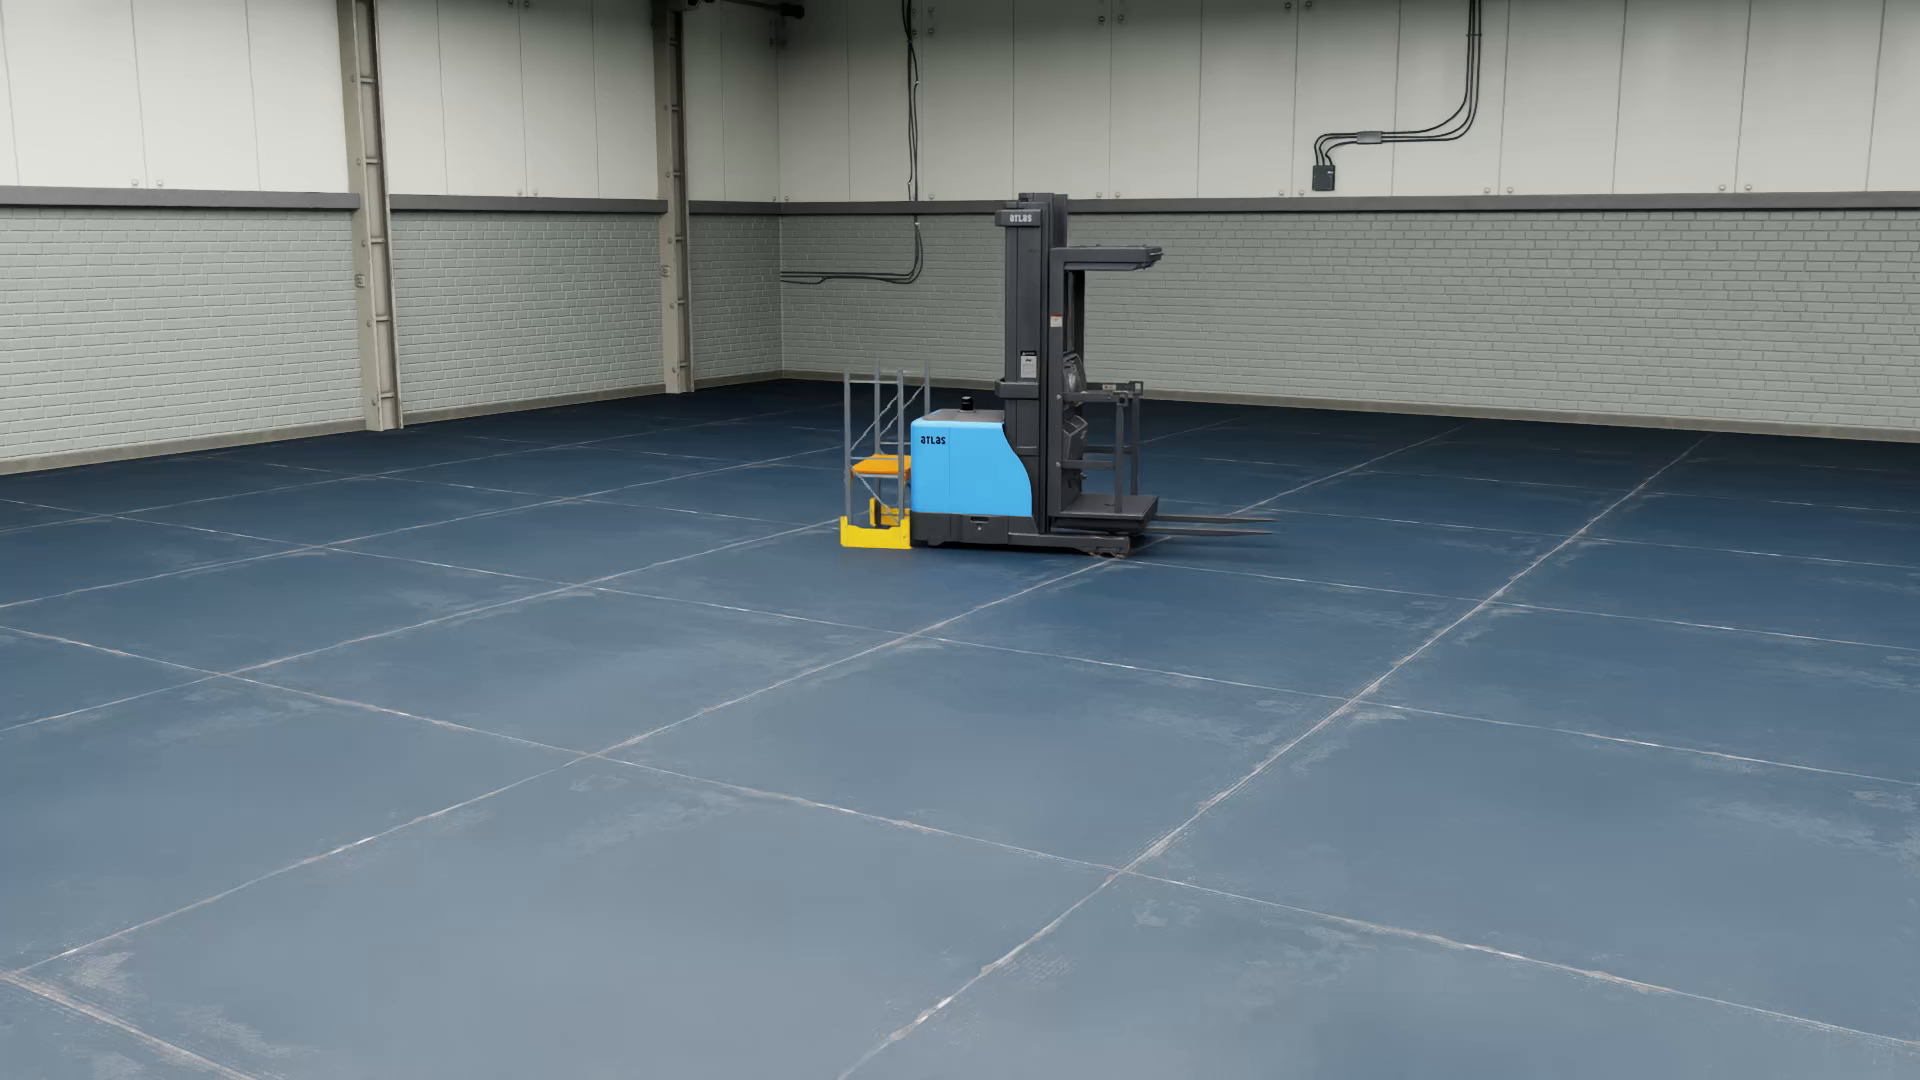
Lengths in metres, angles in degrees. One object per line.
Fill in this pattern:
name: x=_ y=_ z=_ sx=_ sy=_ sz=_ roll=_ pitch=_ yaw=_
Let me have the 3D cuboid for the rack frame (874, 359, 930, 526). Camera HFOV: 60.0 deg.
rack frame: x=-0.515 y=-0.862 z=14.897 sx=0.500 sy=1.500 sz=0.032 roll=2 pitch=11 yaw=11

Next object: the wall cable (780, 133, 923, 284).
wall cable: x=-1.962 y=-5.670 z=28.639 sx=3.097 sy=2.526 sz=0.112 roll=6 pitch=12 yaw=31

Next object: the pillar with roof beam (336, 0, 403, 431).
pillar with roof beam: x=-4.057 y=-5.504 z=19.316 sx=9.100 sy=9.000 sz=0.400 roll=6 pitch=12 yaw=31

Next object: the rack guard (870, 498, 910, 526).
rack guard: x=-0.519 y=-0.244 z=14.993 sx=0.587 sy=0.250 sz=0.087 roll=2 pitch=11 yaw=11

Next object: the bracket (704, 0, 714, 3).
bracket: x=-4.102 y=-8.660 z=26.389 sx=0.235 sy=0.232 sz=0.430 roll=6 pitch=12 yaw=31

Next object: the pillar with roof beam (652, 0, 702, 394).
pillar with roof beam: x=-0.942 y=-6.448 z=24.356 sx=9.100 sy=9.000 sz=0.548 roll=6 pitch=12 yaw=31

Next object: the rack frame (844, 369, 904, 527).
rack frame: x=-0.716 y=-0.679 z=13.917 sx=0.500 sy=1.500 sz=0.032 roll=2 pitch=11 yaw=11

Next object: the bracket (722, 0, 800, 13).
bracket: x=-3.179 y=-8.940 z=27.884 sx=0.076 sy=0.066 sz=3.189 roll=6 pitch=12 yaw=31

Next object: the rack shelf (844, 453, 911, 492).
rack shelf: x=-0.615 y=-0.593 z=14.440 sx=0.538 sy=0.185 sz=1.000 roll=2 pitch=11 yaw=11

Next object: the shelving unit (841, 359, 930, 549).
shelving unit: x=-0.617 y=-0.769 z=14.399 sx=0.587 sy=1.500 sz=1.083 roll=2 pitch=11 yaw=11

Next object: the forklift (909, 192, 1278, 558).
forklift: x=1.147 y=-1.403 z=13.899 sx=3.031 sy=2.935 sz=1.130 roll=2 pitch=11 yaw=13

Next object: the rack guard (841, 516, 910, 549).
rack guard: x=-0.716 y=-0.064 z=14.034 sx=0.587 sy=0.250 sz=0.087 roll=2 pitch=11 yaw=11

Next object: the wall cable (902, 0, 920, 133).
wall cable: x=0.350 y=-7.894 z=26.794 sx=3.097 sy=2.526 sz=0.112 roll=6 pitch=12 yaw=31

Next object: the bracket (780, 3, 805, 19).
bracket: x=-2.872 y=-9.033 z=28.380 sx=0.235 sy=0.232 sz=0.430 roll=6 pitch=12 yaw=31

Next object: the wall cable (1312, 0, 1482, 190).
wall cable: x=6.144 y=-7.958 z=23.182 sx=2.305 sy=6.003 sz=0.169 roll=6 pitch=12 yaw=31
